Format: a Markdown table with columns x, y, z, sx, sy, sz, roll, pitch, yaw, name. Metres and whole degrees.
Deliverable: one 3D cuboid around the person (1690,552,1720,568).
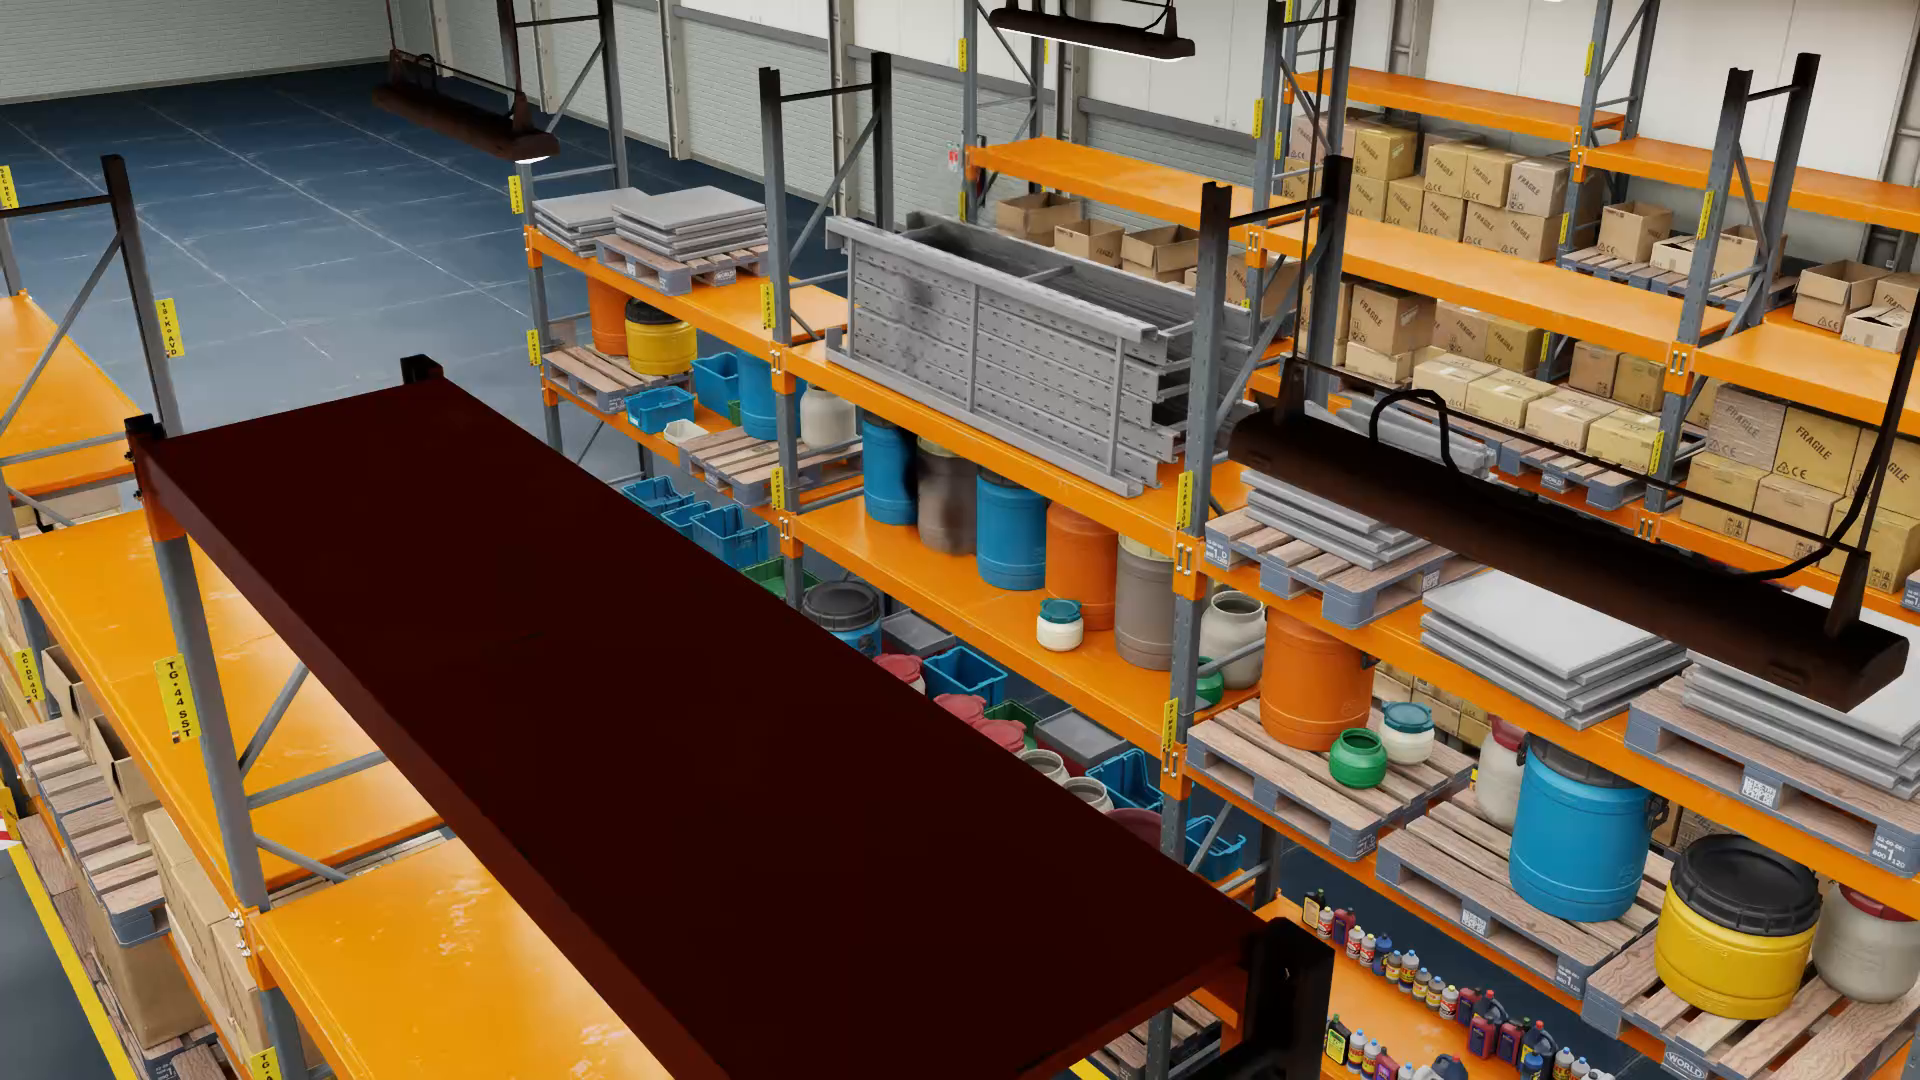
| x | y | z | sx | sy | sz | roll | pitch | yaw | name |
| --- | --- | --- | --- | --- | --- | --- | --- | --- | --- |
| 6.412 | 0.845 | 14.485 | 0.608 | 1.833 | 0.855 | -19 | 32 | -34 | person |
